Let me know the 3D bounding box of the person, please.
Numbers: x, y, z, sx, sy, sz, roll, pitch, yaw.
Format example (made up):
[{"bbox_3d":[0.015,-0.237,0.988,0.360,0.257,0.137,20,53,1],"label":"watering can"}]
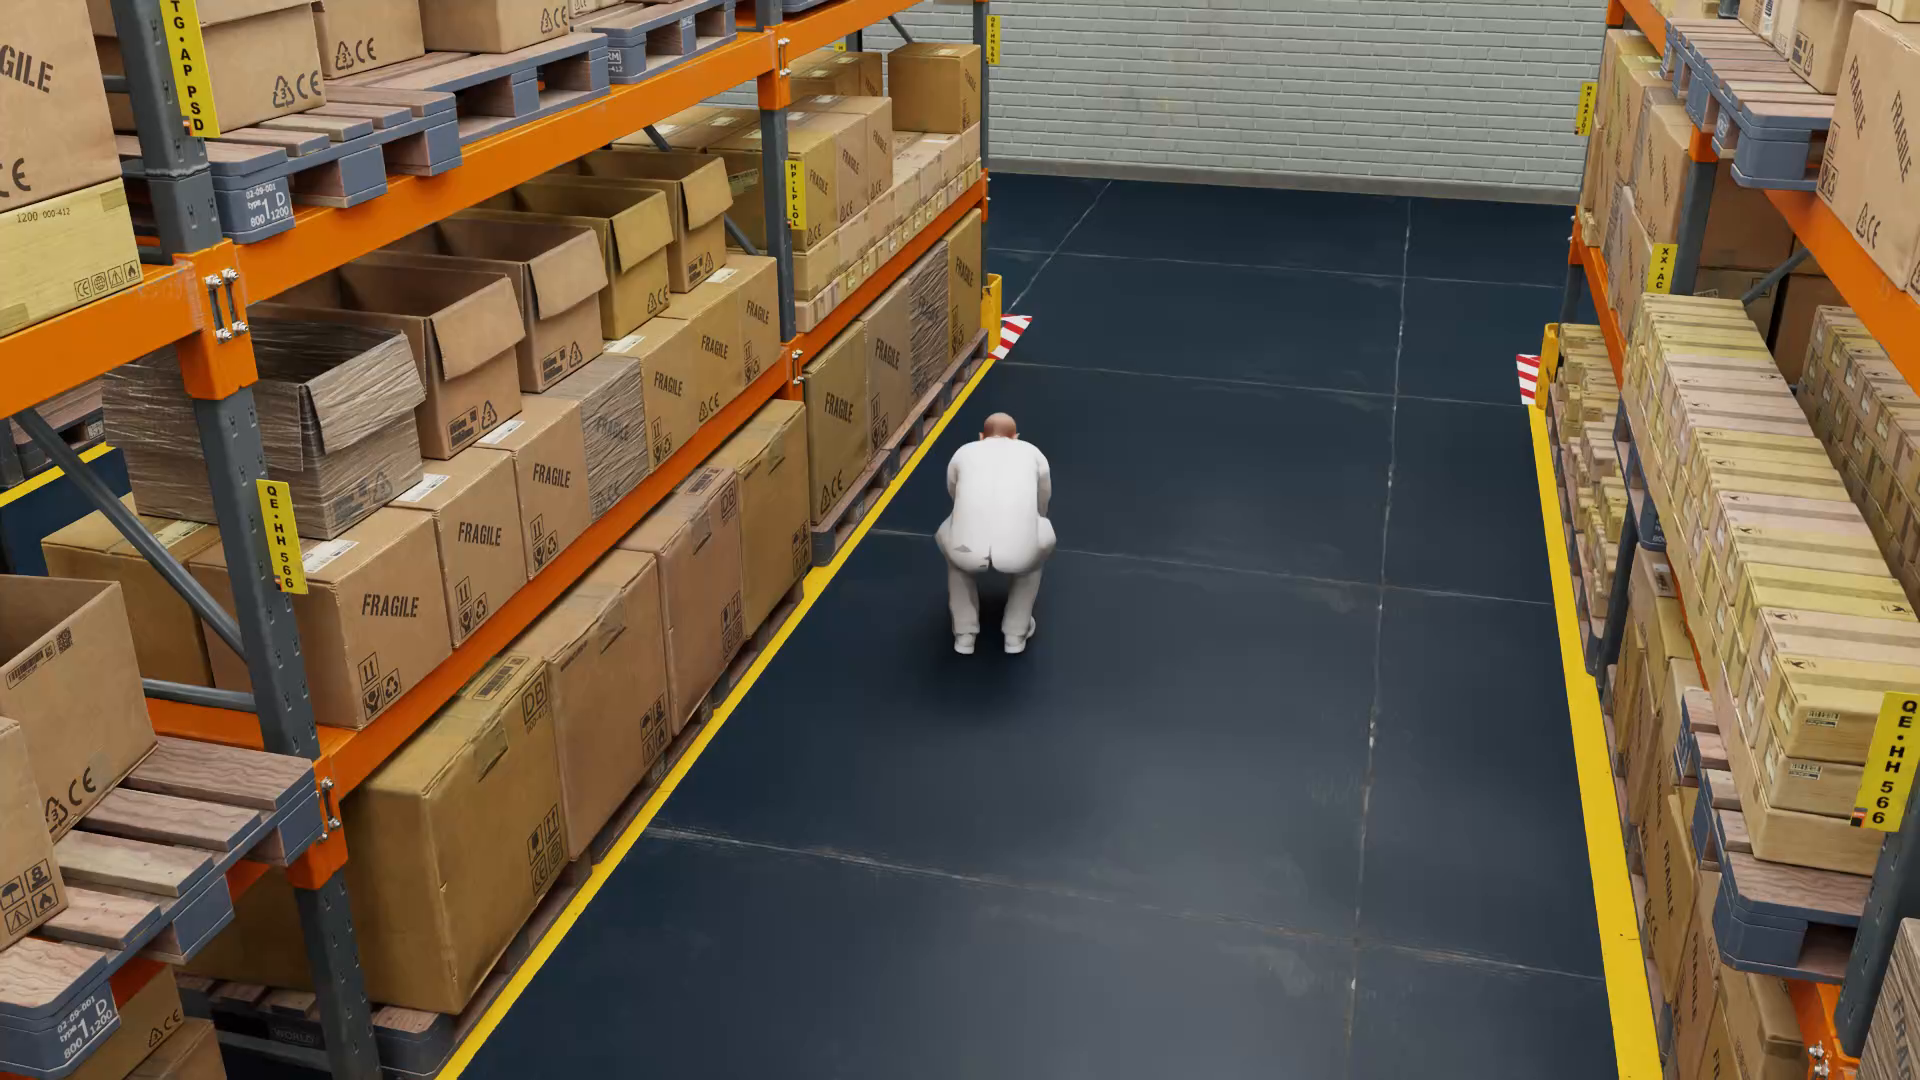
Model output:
[{"bbox_3d":[0.183,-0.006,8.098,0.587,0.969,0.954,3,25,6],"label":"person"}]
